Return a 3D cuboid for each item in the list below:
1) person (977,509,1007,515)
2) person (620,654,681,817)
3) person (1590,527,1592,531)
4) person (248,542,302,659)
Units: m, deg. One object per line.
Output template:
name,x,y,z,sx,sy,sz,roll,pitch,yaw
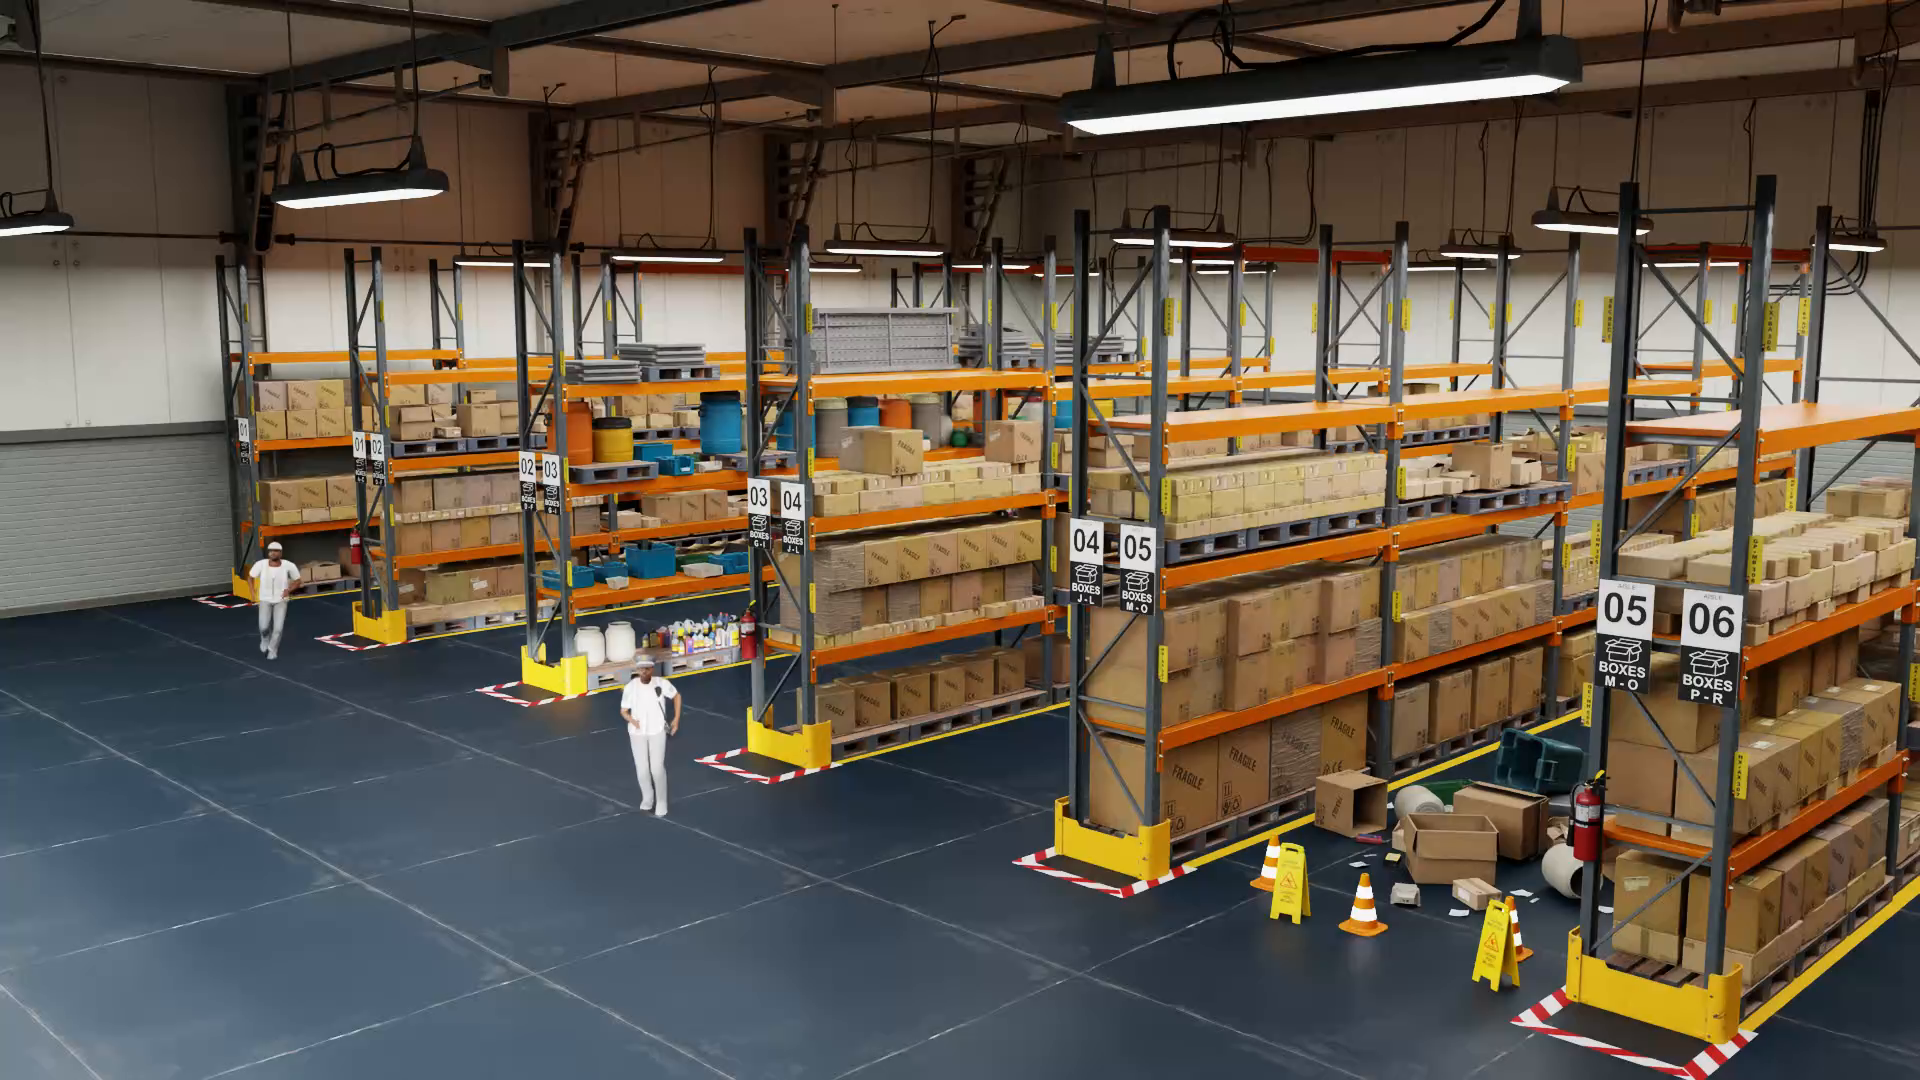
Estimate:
person,0.508,-0.246,32.084,0.684,1.831,0.771,5,10,34
person,-3.126,1.986,16.801,0.588,1.719,0.680,-1,8,-5
person,10.159,0.604,26.670,0.671,1.676,0.628,-7,10,-39
person,-10.017,0.879,24.329,0.732,1.718,0.542,-3,8,-18
